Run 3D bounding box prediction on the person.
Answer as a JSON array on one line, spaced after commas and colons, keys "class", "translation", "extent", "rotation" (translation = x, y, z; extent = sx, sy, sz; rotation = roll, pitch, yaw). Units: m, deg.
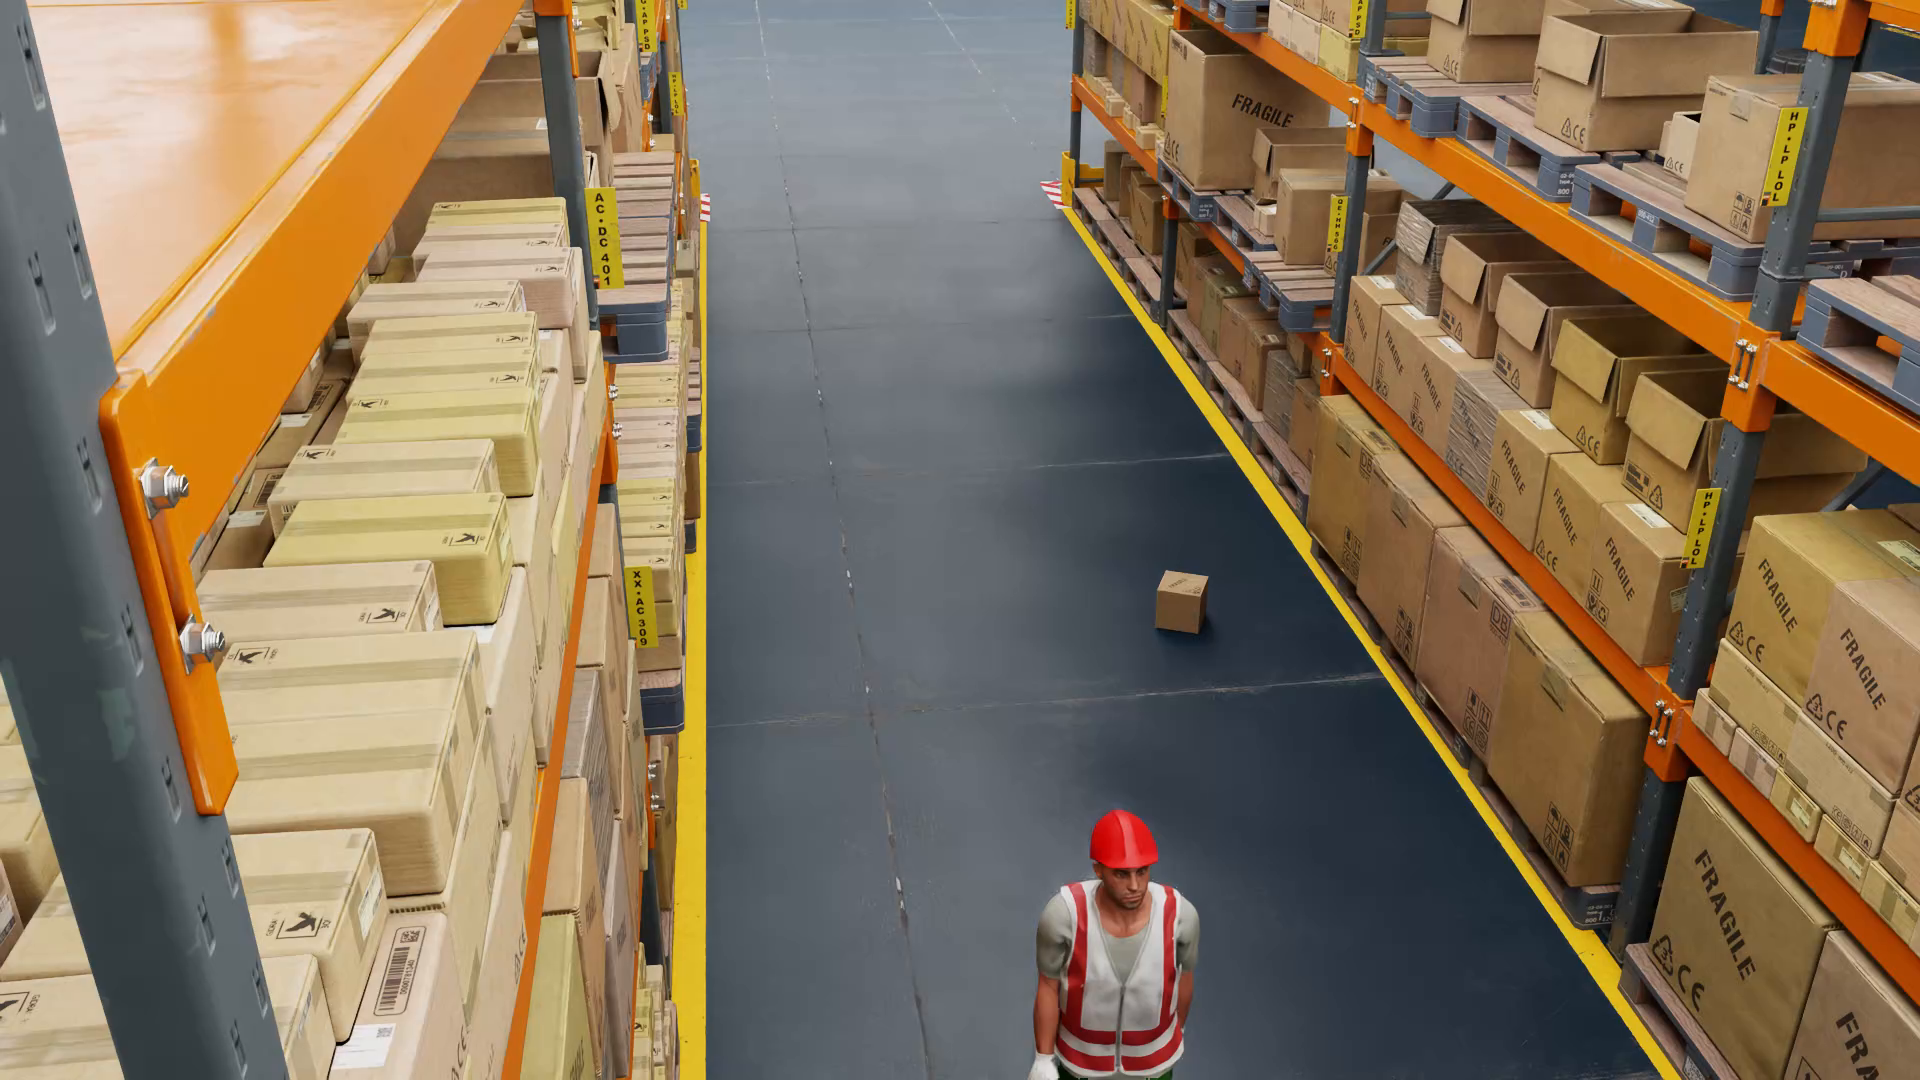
[{"class": "person", "translation": [0.487, 1.628, 5.368], "extent": [0.532, 1.763, 0.860], "rotation": [1, 27, 3]}]
